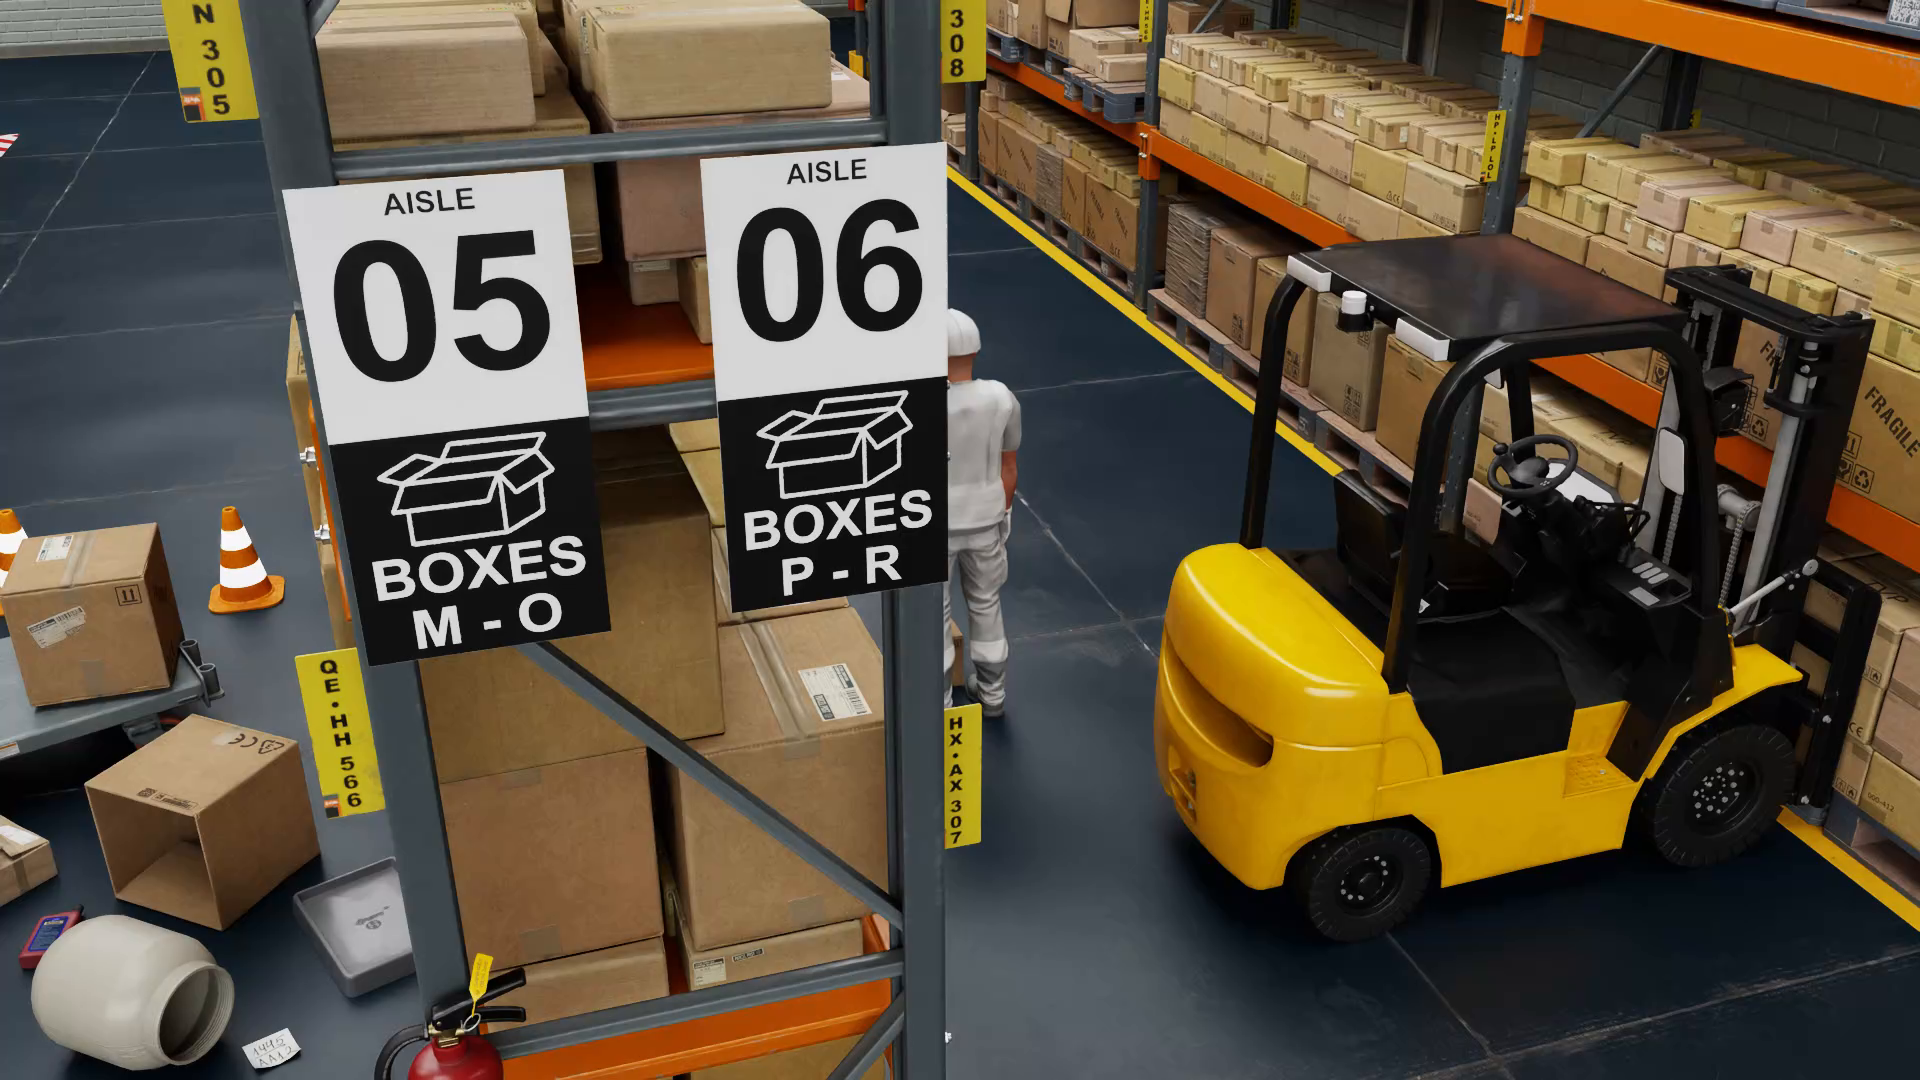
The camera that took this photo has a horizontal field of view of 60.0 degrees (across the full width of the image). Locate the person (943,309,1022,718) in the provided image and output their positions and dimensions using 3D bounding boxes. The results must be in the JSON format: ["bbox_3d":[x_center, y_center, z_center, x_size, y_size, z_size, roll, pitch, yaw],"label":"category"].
[{"bbox_3d":[-0.024,-0.076,6.746,0.525,1.783,0.341,-8,27,-16],"label":"person"}]
